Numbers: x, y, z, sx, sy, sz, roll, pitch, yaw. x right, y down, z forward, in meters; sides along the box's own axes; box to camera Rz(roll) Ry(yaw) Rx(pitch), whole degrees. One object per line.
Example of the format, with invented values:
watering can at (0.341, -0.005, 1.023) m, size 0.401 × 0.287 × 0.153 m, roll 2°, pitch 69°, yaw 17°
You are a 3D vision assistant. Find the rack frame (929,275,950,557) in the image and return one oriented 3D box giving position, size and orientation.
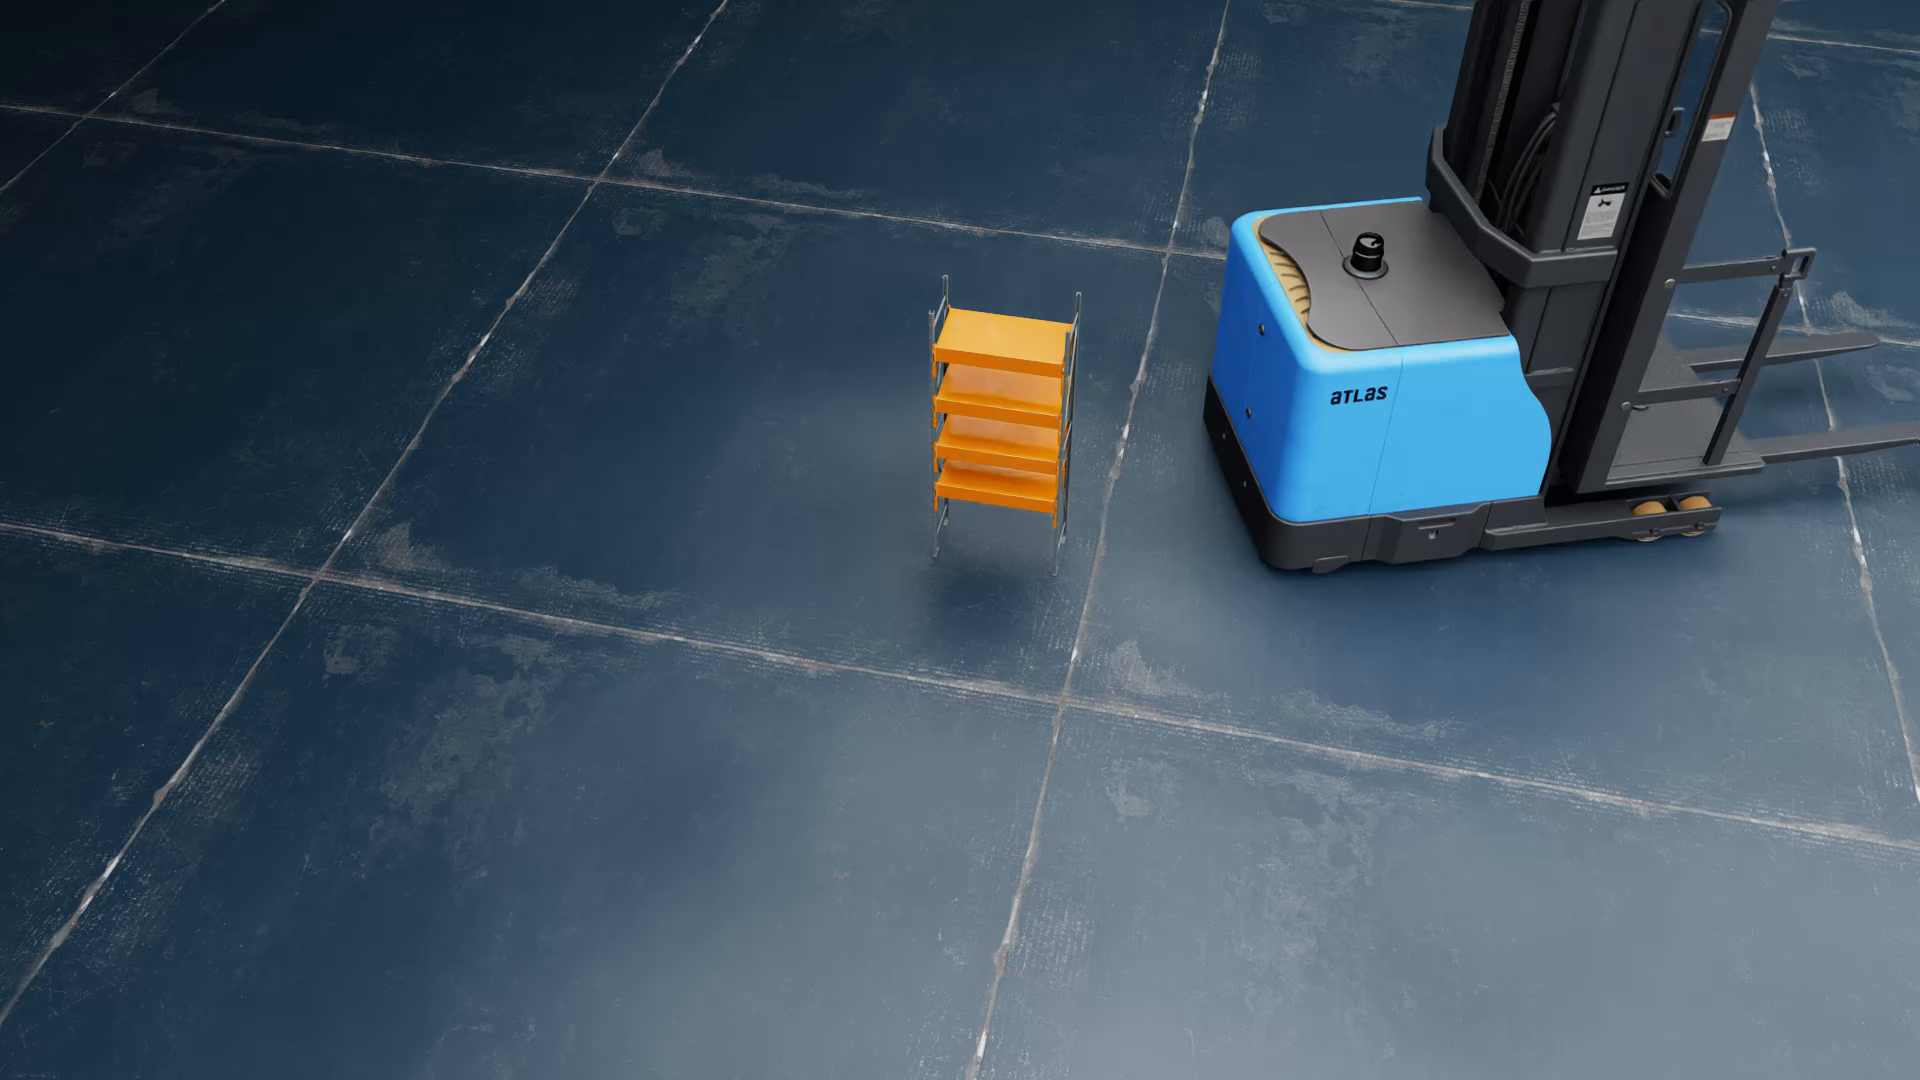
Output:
rack frame at (-0.077, -0.444, 6.346) m, size 0.015 × 1.200 × 0.240 m, roll 9°, pitch 45°, yaw 9°

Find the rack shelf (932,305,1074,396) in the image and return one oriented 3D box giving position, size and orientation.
rack shelf at (0.162, -0.690, 6.035) m, size 0.480 × 0.148 × 0.258 m, roll 9°, pitch 45°, yaw 9°

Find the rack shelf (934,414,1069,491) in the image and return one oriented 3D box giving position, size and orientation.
rack shelf at (0.162, -0.359, 6.355) m, size 0.480 × 0.148 × 0.258 m, roll 9°, pitch 45°, yaw 9°

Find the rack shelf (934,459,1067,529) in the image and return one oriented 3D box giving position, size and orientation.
rack shelf at (0.162, -0.216, 6.492) m, size 0.480 × 0.148 × 0.258 m, roll 9°, pitch 45°, yaw 9°

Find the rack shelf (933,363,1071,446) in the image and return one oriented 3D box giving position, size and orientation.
rack shelf at (0.162, -0.520, 6.199) m, size 0.480 × 0.148 × 0.258 m, roll 9°, pitch 45°, yaw 9°

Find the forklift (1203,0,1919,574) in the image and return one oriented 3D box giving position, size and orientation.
forklift at (2.615, -1.407, 6.098) m, size 3.031 × 2.935 × 1.130 m, roll -7°, pitch 44°, yaw -7°

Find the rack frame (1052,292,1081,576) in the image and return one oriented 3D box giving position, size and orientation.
rack frame at (0.400, -0.370, 6.269) m, size 0.015 × 1.200 × 0.240 m, roll 9°, pitch 45°, yaw 9°

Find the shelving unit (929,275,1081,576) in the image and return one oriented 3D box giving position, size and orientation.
shelving unit at (0.162, -0.407, 6.308) m, size 0.503 × 1.200 × 0.258 m, roll 9°, pitch 45°, yaw 9°
